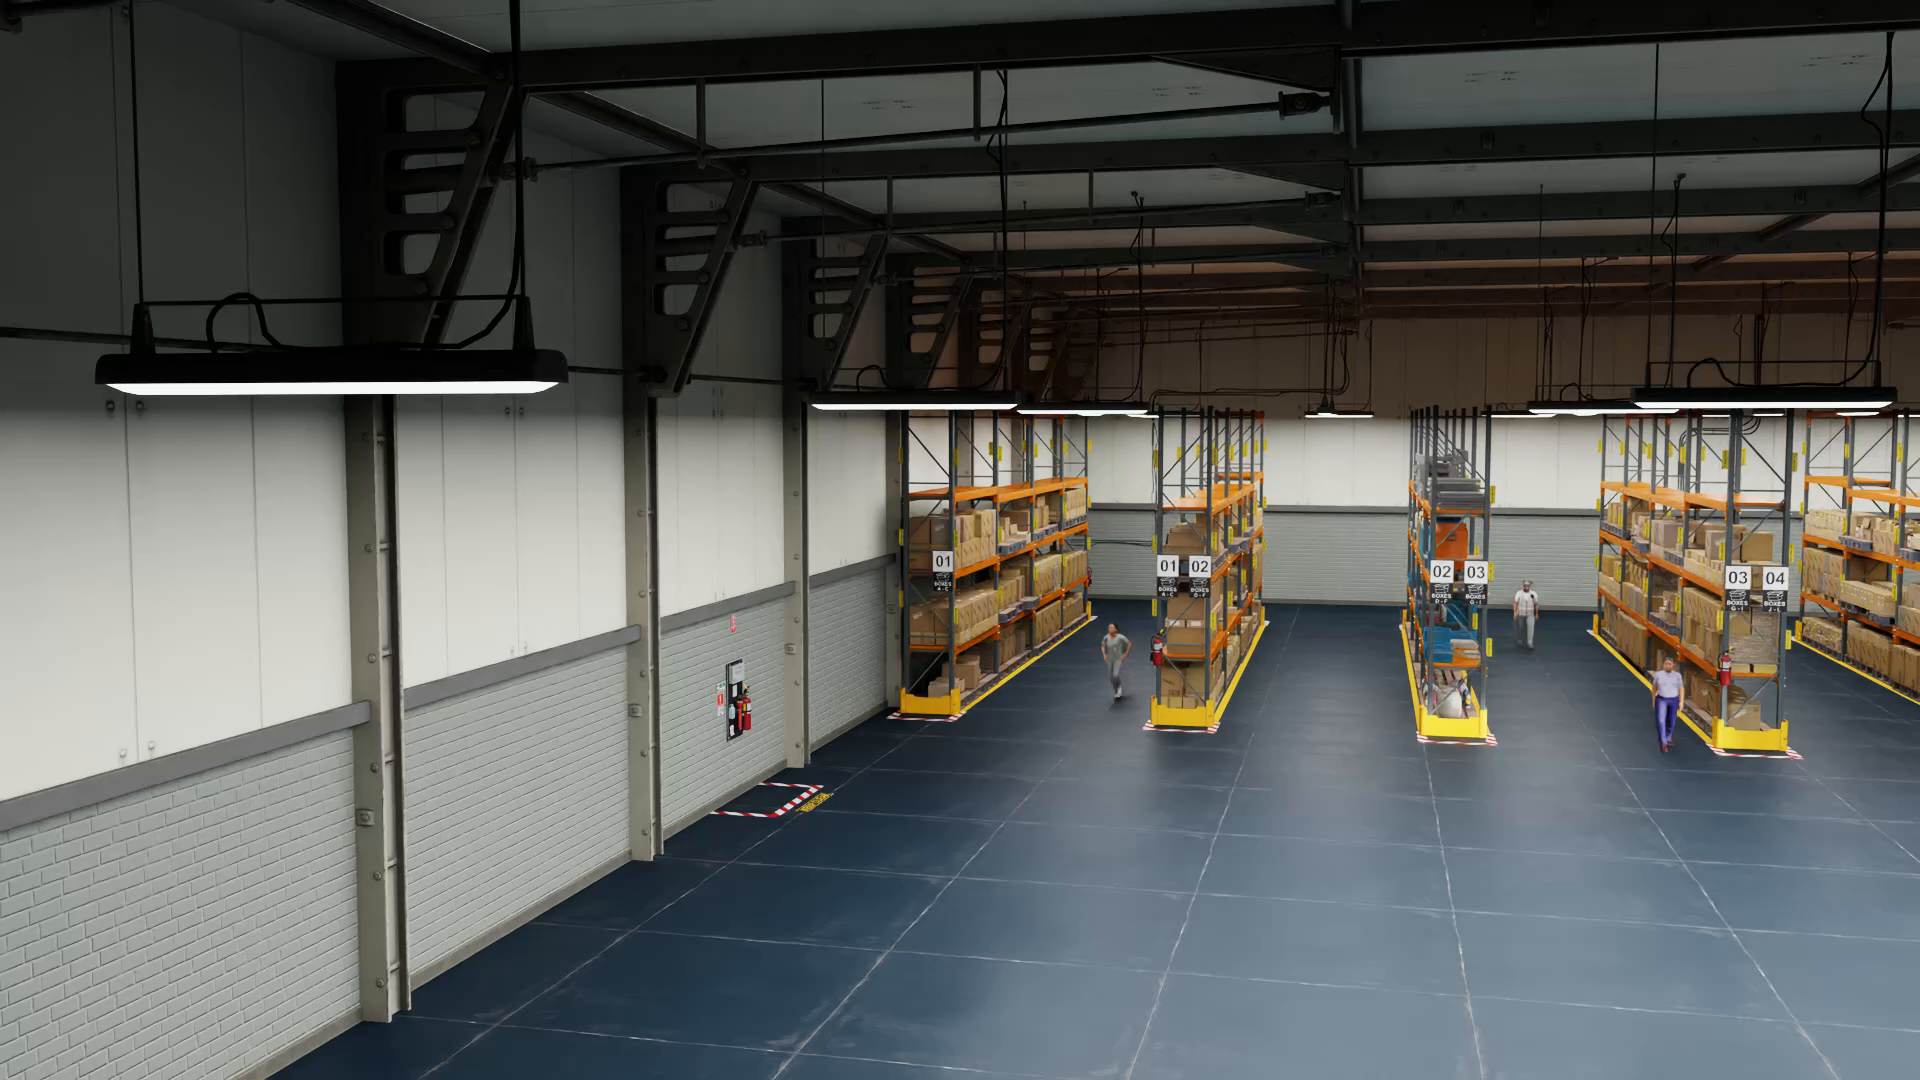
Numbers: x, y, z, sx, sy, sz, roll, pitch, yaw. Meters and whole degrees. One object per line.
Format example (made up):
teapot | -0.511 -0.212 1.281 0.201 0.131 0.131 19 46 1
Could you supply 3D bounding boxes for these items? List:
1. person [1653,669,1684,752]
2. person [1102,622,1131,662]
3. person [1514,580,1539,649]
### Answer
person | 12.310 2.925 28.895 0.485 1.398 0.963 1 4 14
person | 3.173 2.095 34.119 0.611 0.810 0.406 2 4 24
person | 14.269 1.850 41.899 0.635 1.711 1.099 1 4 11
